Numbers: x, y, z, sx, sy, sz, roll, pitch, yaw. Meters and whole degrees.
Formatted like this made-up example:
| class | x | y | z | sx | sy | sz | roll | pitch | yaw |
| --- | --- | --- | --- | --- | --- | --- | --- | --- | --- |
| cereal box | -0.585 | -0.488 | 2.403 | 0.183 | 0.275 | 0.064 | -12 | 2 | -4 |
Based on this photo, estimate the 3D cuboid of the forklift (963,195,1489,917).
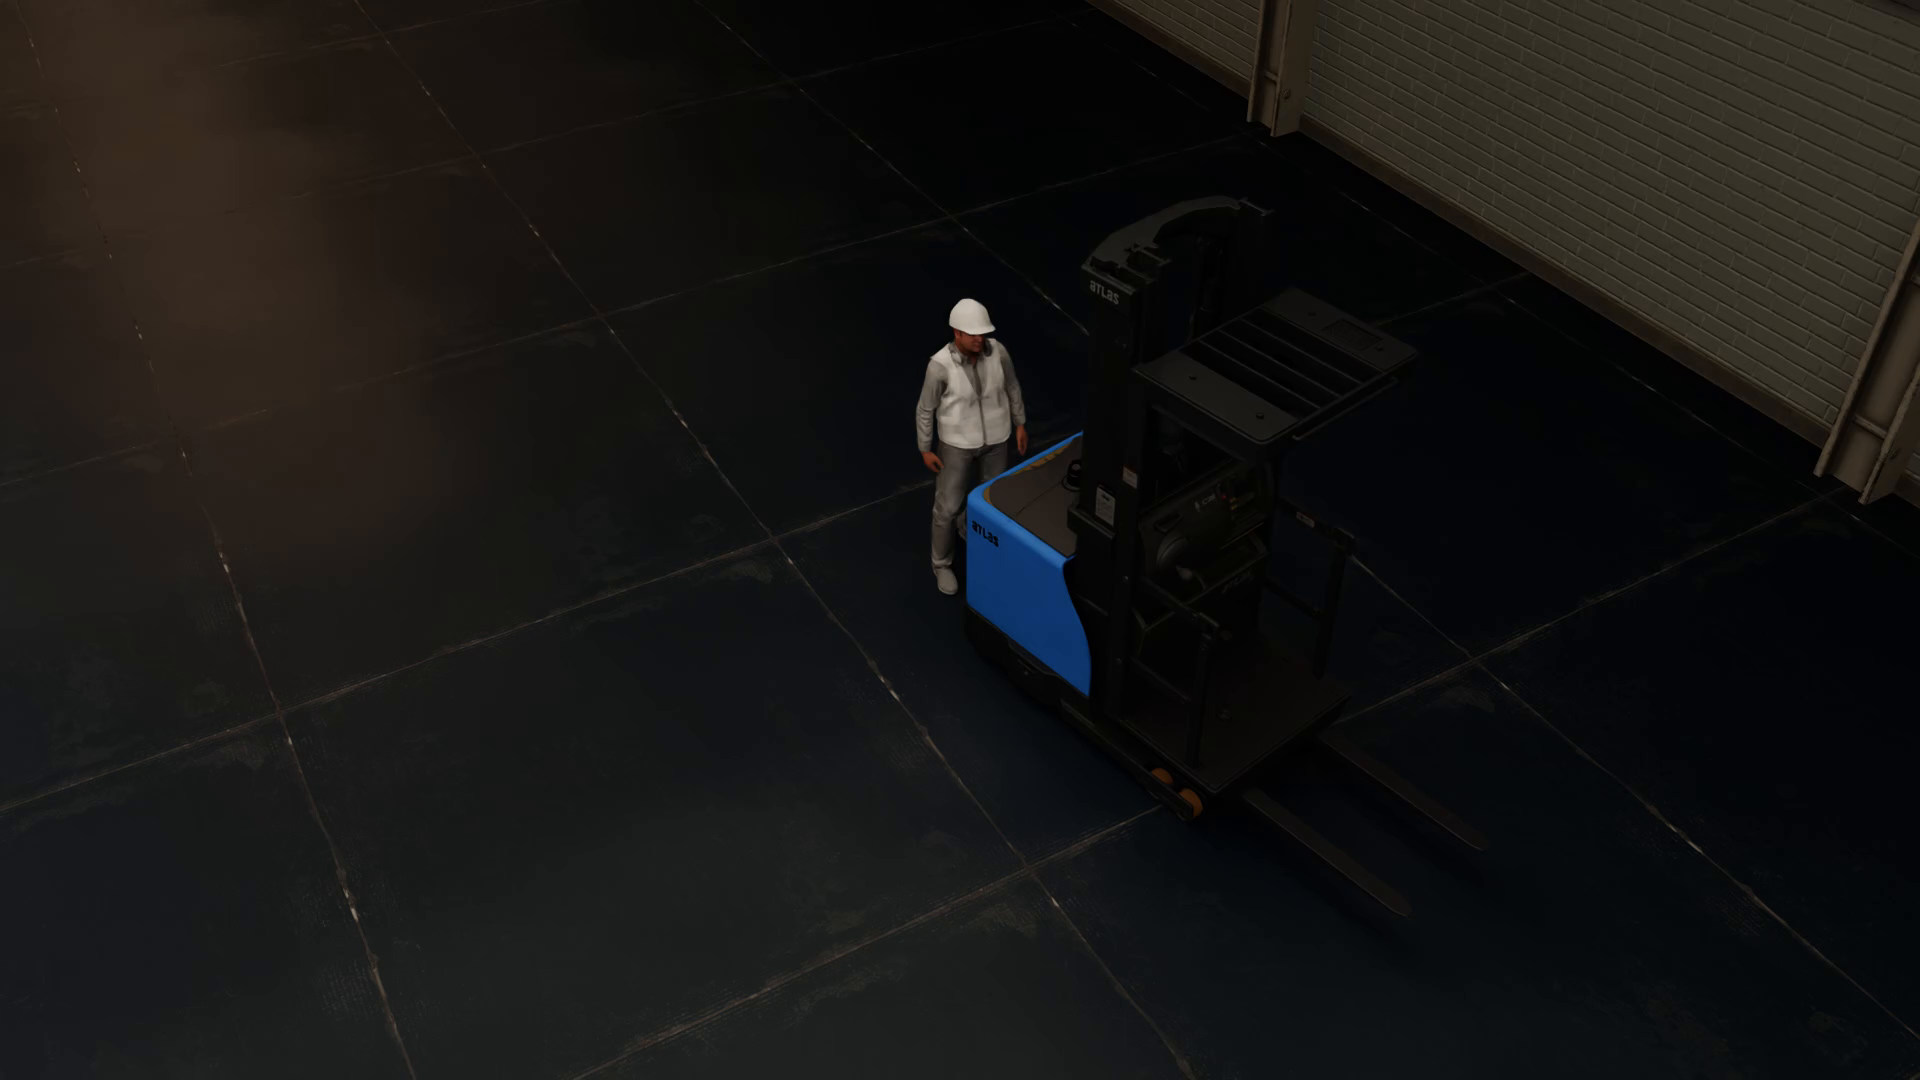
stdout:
| class | x | y | z | sx | sy | sz | roll | pitch | yaw |
| --- | --- | --- | --- | --- | --- | --- | --- | --- | --- |
| forklift | 1.364 | -0.049 | 8.095 | 1.130 | 2.935 | 3.031 | -29 | 48 | -30 |

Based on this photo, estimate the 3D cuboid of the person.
| class | x | y | z | sx | sy | sz | roll | pitch | yaw |
| --- | --- | --- | --- | --- | --- | --- | --- | --- | --- |
| person | 0.093 | -0.554 | 9.653 | 0.673 | 1.752 | 0.608 | -13 | 42 | -16 |
